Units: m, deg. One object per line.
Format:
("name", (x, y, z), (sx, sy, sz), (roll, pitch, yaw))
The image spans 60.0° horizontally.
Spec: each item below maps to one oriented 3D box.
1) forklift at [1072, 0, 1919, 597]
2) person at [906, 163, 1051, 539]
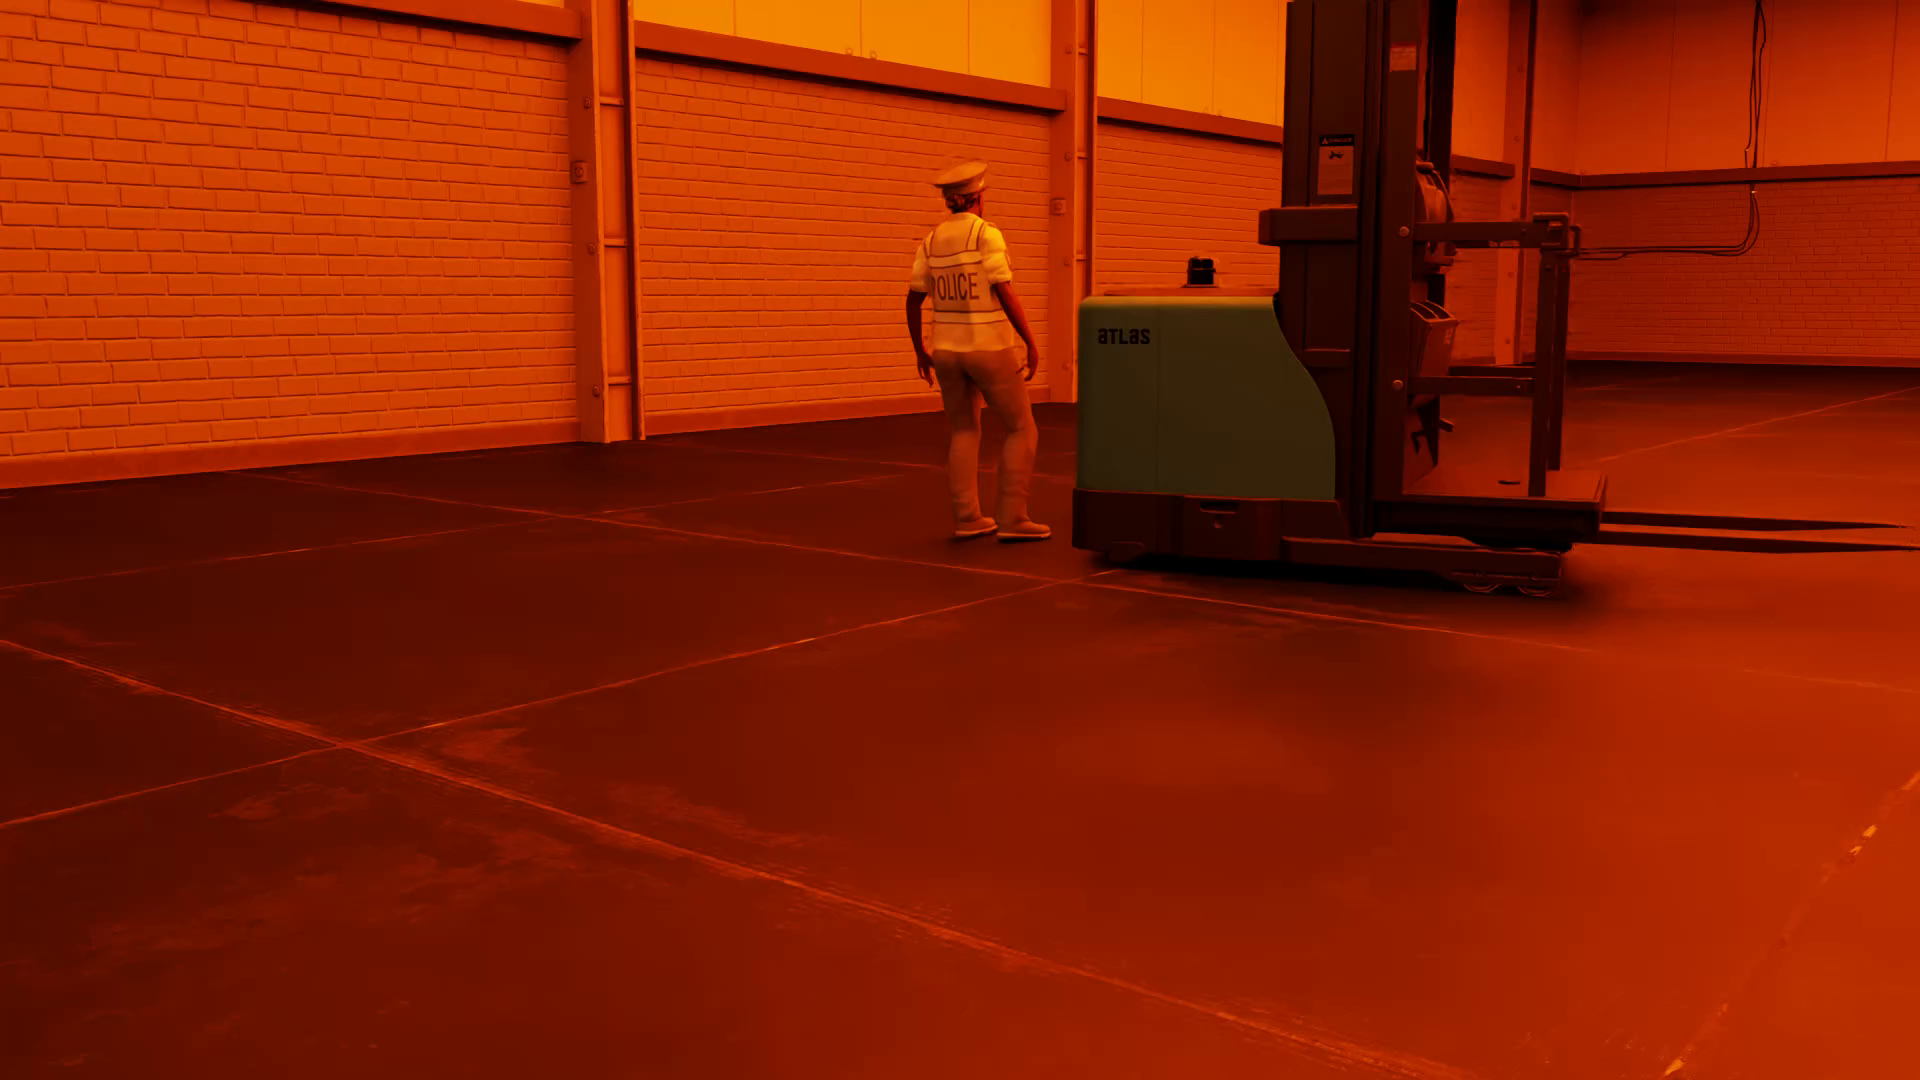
("forklift", (2.021, -1.331, 6.379), (3.031, 2.935, 1.130), (3, 9, 22))
("person", (0.079, -0.832, 7.386), (0.630, 1.661, 0.438), (6, 10, 34))
